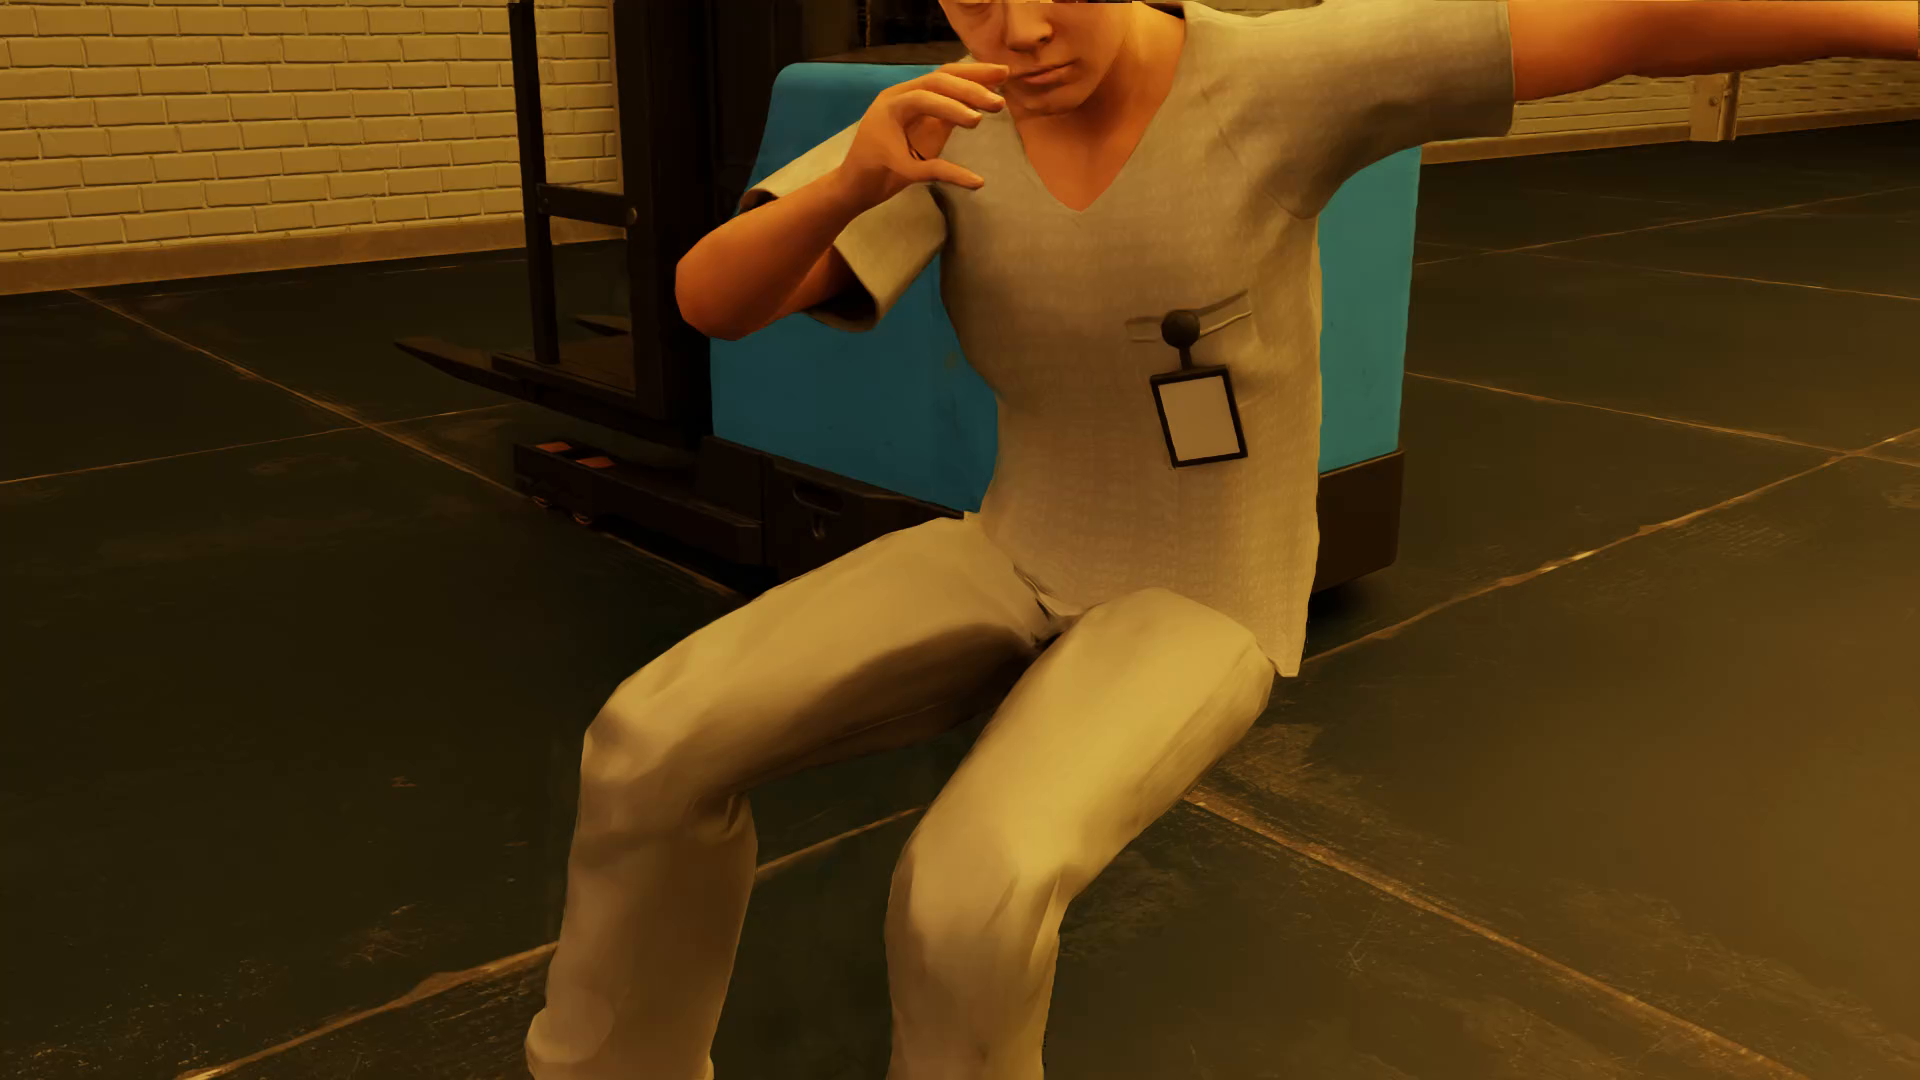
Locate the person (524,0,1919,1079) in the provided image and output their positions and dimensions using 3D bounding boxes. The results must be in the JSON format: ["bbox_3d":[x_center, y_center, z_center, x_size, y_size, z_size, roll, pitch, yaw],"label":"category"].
[{"bbox_3d":[0.159,0.071,1.395,1.379,1.367,0.659,9,20,27],"label":"person"}]

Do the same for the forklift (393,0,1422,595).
[{"bbox_3d":[-0.450,-1.524,3.810,1.130,2.935,3.031,-15,23,-40],"label":"forklift"}]
